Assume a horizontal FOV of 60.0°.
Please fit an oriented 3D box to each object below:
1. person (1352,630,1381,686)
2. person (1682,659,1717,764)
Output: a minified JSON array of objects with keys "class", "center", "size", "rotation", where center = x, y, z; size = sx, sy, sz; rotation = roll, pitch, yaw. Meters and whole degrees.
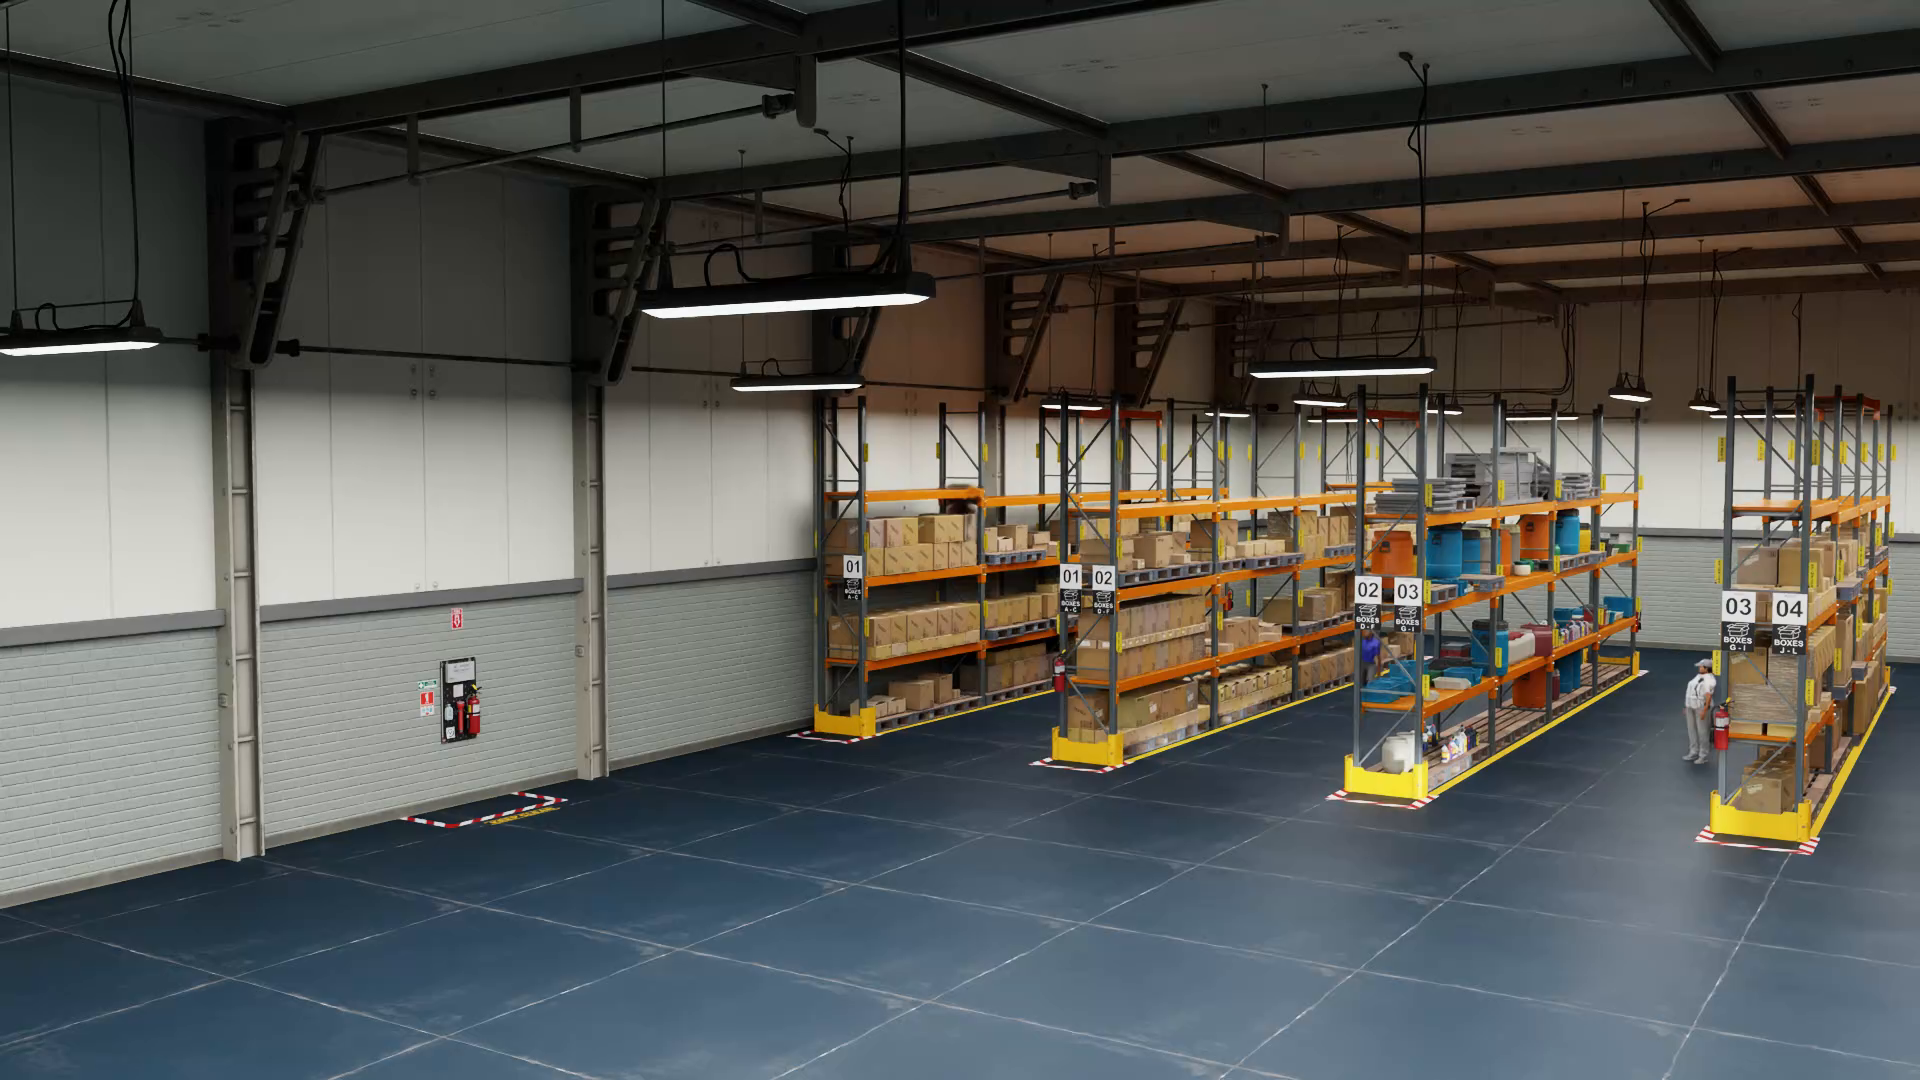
[{"class":"person","center":[7.939,2.495,32.439],"size":[0.550,1.586,0.925],"rotation":[1,3,22]},{"class":"person","center":[11.975,2.766,26.981],"size":[0.446,1.682,0.533],"rotation":[-1,3,-18]}]
